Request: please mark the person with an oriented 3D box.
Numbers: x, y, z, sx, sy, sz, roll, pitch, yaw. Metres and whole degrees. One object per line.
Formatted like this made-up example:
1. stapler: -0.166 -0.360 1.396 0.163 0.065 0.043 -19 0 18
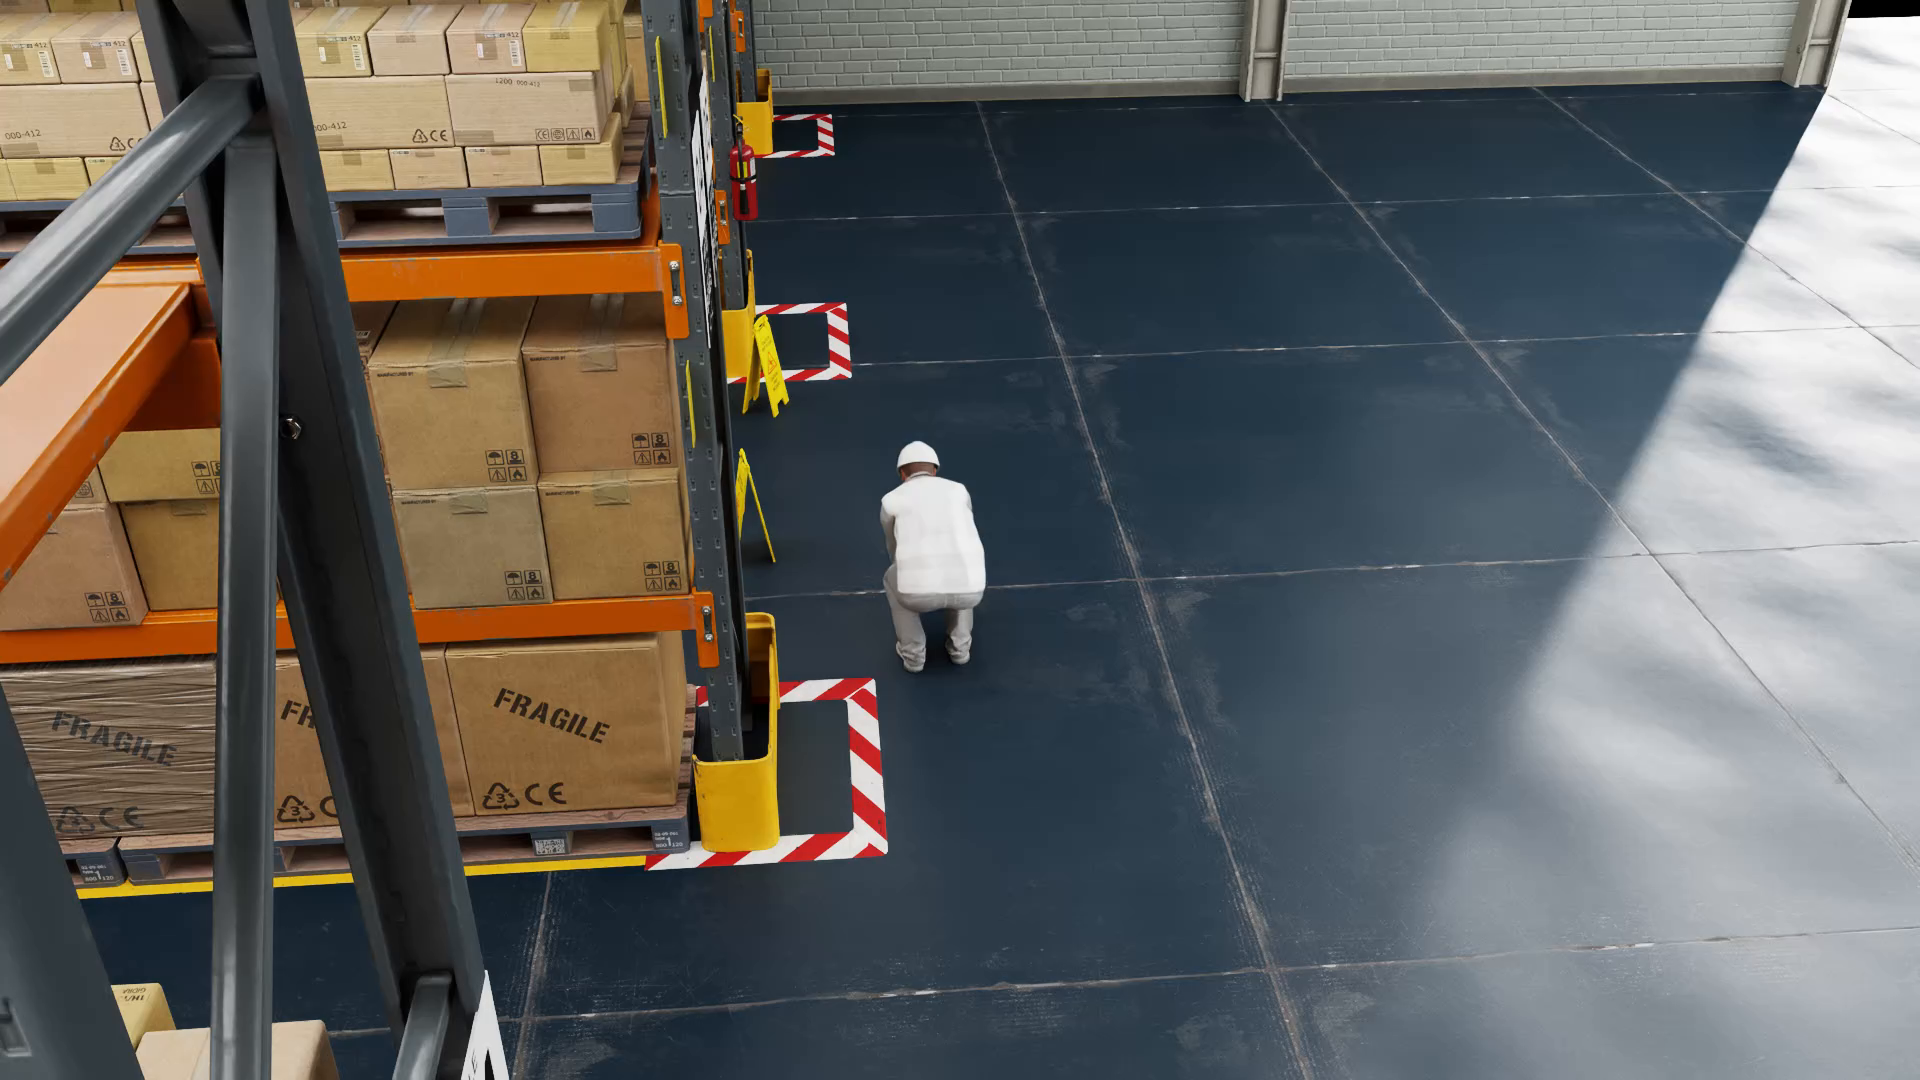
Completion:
1. person: -0.147 0.109 8.594 0.500 0.997 0.934 -4 31 -6
